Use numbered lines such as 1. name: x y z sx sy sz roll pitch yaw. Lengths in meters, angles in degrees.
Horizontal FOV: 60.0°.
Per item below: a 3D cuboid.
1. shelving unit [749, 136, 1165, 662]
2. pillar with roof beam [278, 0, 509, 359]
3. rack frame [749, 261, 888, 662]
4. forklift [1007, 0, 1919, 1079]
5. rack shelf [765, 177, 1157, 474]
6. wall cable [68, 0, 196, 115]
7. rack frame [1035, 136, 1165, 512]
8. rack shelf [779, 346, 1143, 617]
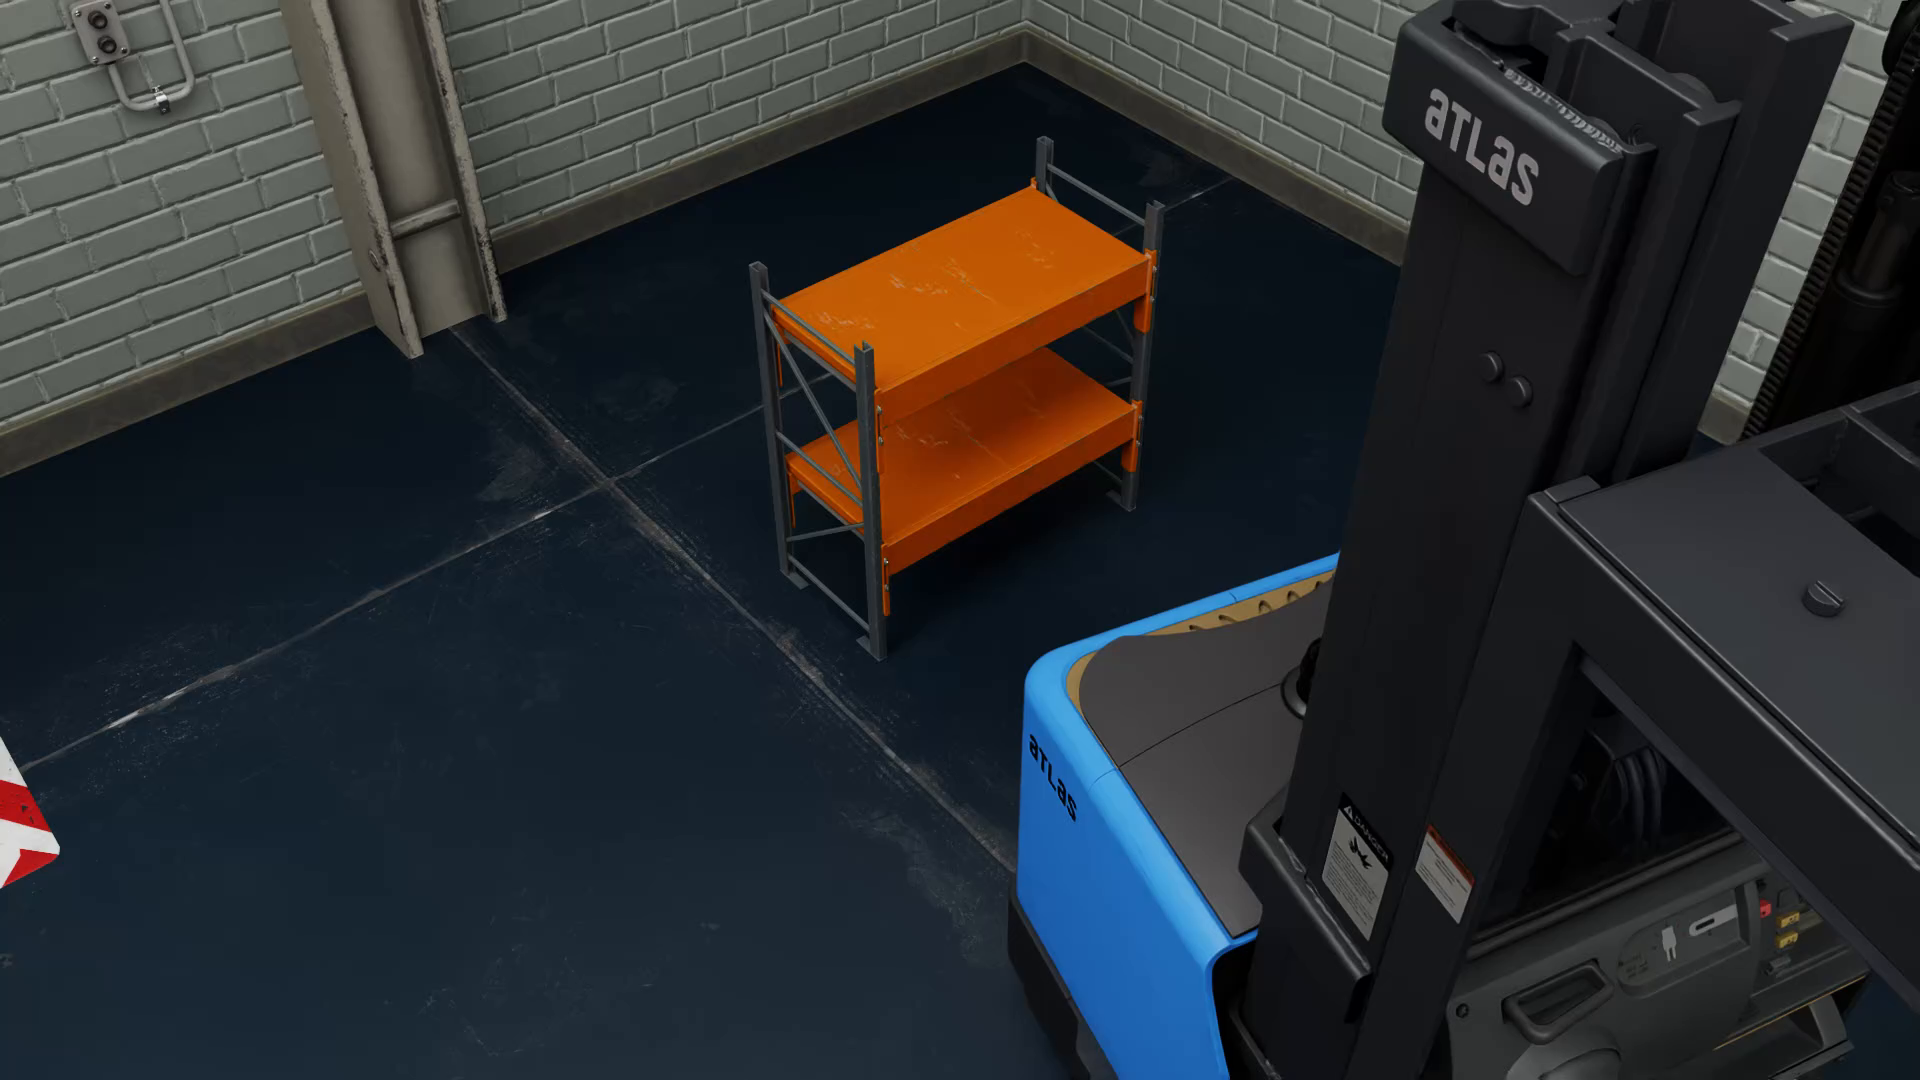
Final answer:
1. shelving unit: 0.005 -0.413 4.868 1.048 1.125 0.538 -30 51 -28
2. pillar with roof beam: 0.853 -1.832 0.628 0.400 9.000 9.100 -30 51 -28
3. rack frame: -0.385 -0.190 4.630 0.032 1.125 0.500 -30 51 -28
4. forklift: 1.186 0.741 2.320 1.130 2.935 3.031 -17 46 -18
5. rack shelf: 0.005 -0.626 4.668 1.000 0.278 0.538 -30 51 -28
6. wall cable: -3.050 -1.696 4.122 1.851 1.984 0.084 -30 51 -28
7. rack frame: 0.395 -0.636 5.106 0.032 1.125 0.500 -30 51 -28
8. rack shelf: 0.005 -0.235 5.035 1.000 0.278 0.538 -30 51 -28
